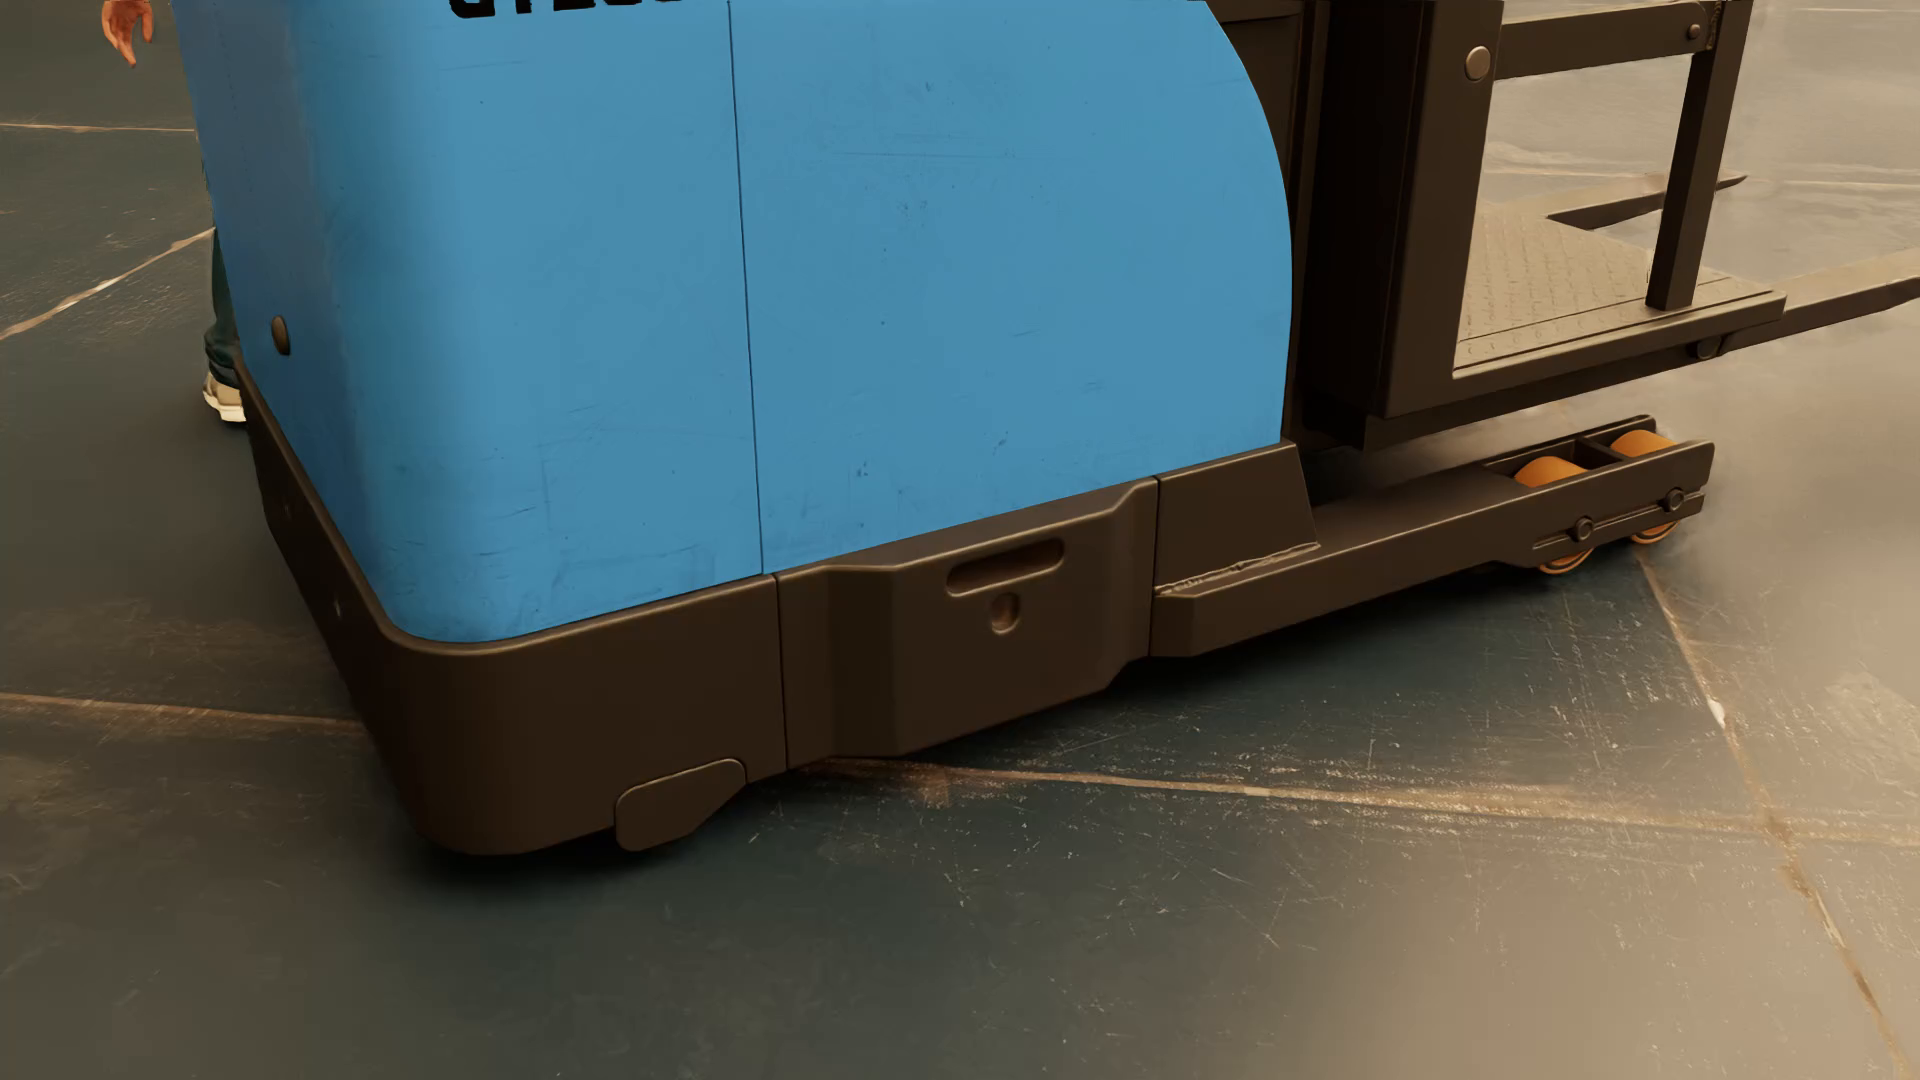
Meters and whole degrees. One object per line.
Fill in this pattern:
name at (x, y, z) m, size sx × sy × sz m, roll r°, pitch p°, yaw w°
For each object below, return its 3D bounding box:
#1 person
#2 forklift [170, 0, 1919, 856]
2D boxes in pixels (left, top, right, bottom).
person at (-1.044, -0.861, 2.553) m, size 0.735 × 1.566 × 0.429 m, roll 8°, pitch 28°, yaw 15°
forklift at (0.526, -1.451, 2.124) m, size 3.031 × 2.935 × 1.130 m, roll -15°, pitch 30°, yaw -27°
